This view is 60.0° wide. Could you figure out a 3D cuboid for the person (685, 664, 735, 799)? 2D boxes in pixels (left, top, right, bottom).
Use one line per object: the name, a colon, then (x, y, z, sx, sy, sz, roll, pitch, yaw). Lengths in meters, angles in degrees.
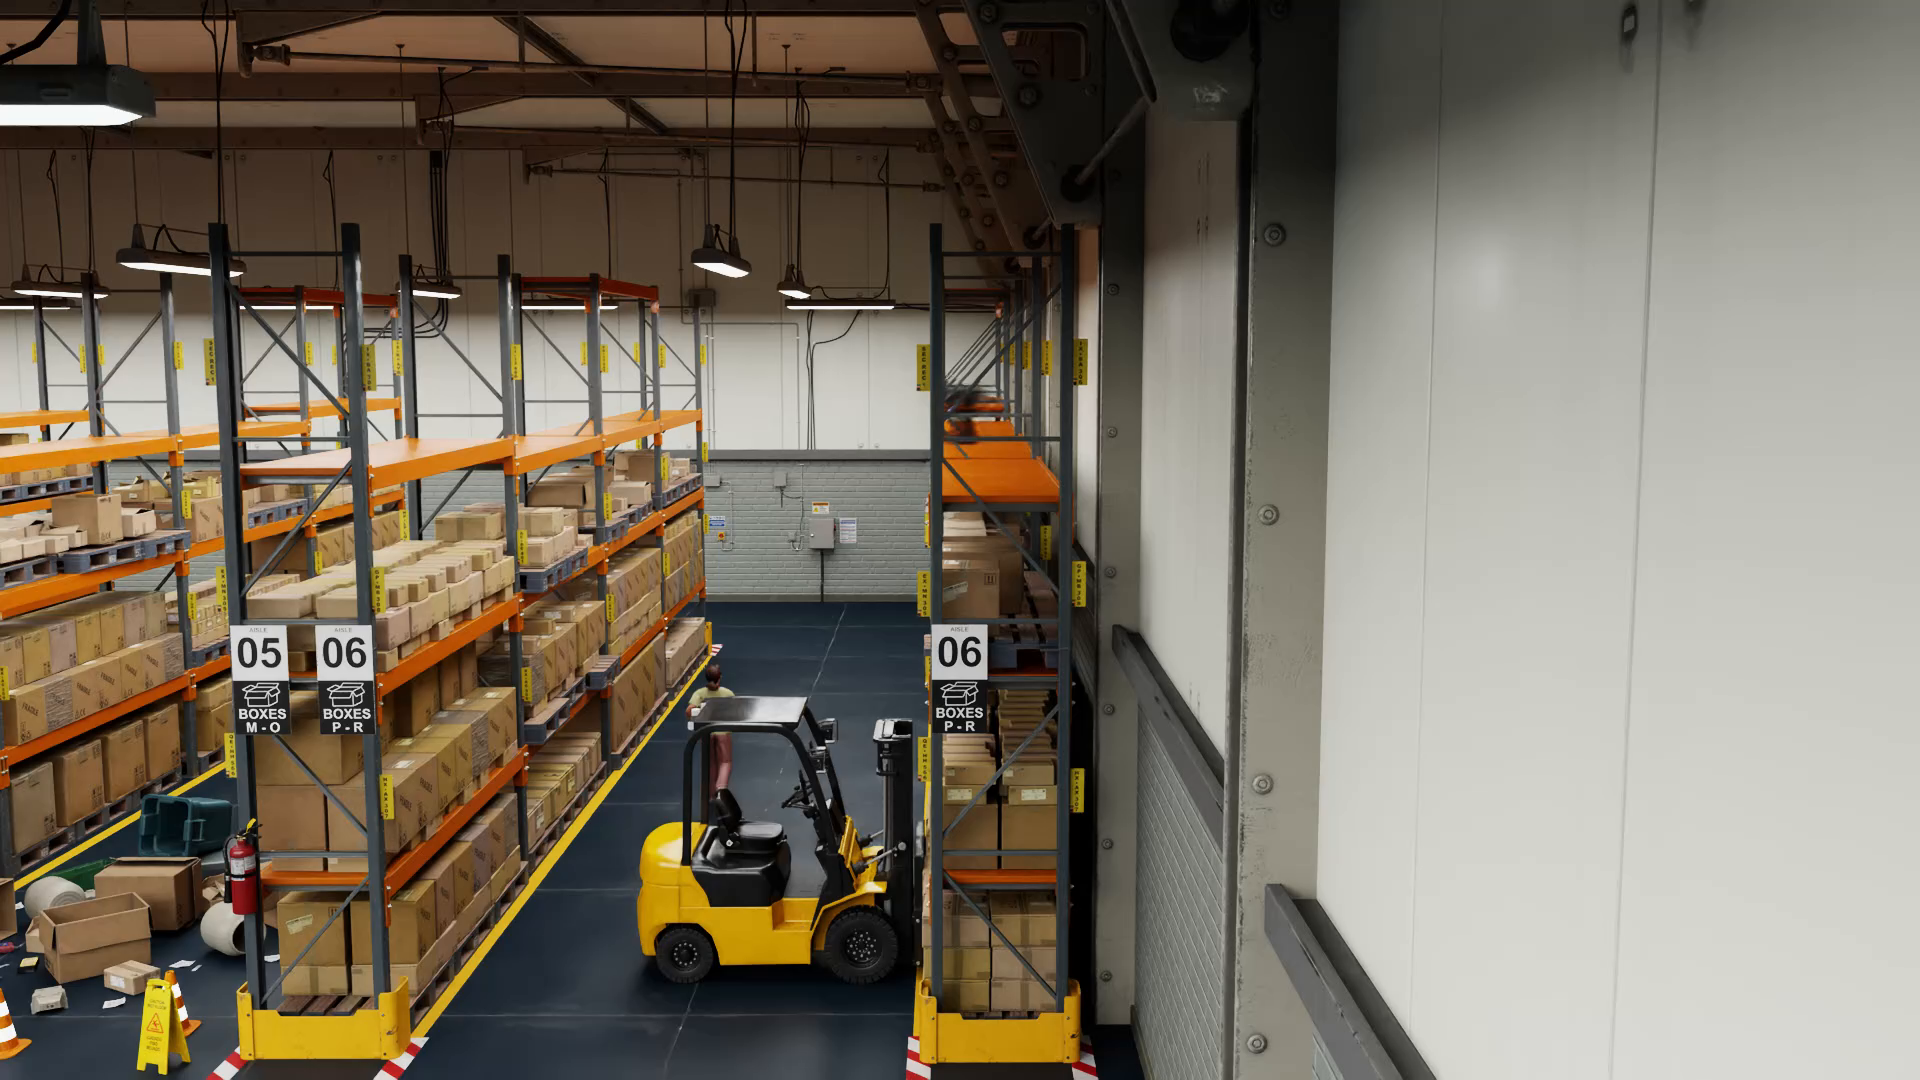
person: (-2.736, 2.185, 18.514, 0.596, 1.642, 0.903, 0, 7, -4)
